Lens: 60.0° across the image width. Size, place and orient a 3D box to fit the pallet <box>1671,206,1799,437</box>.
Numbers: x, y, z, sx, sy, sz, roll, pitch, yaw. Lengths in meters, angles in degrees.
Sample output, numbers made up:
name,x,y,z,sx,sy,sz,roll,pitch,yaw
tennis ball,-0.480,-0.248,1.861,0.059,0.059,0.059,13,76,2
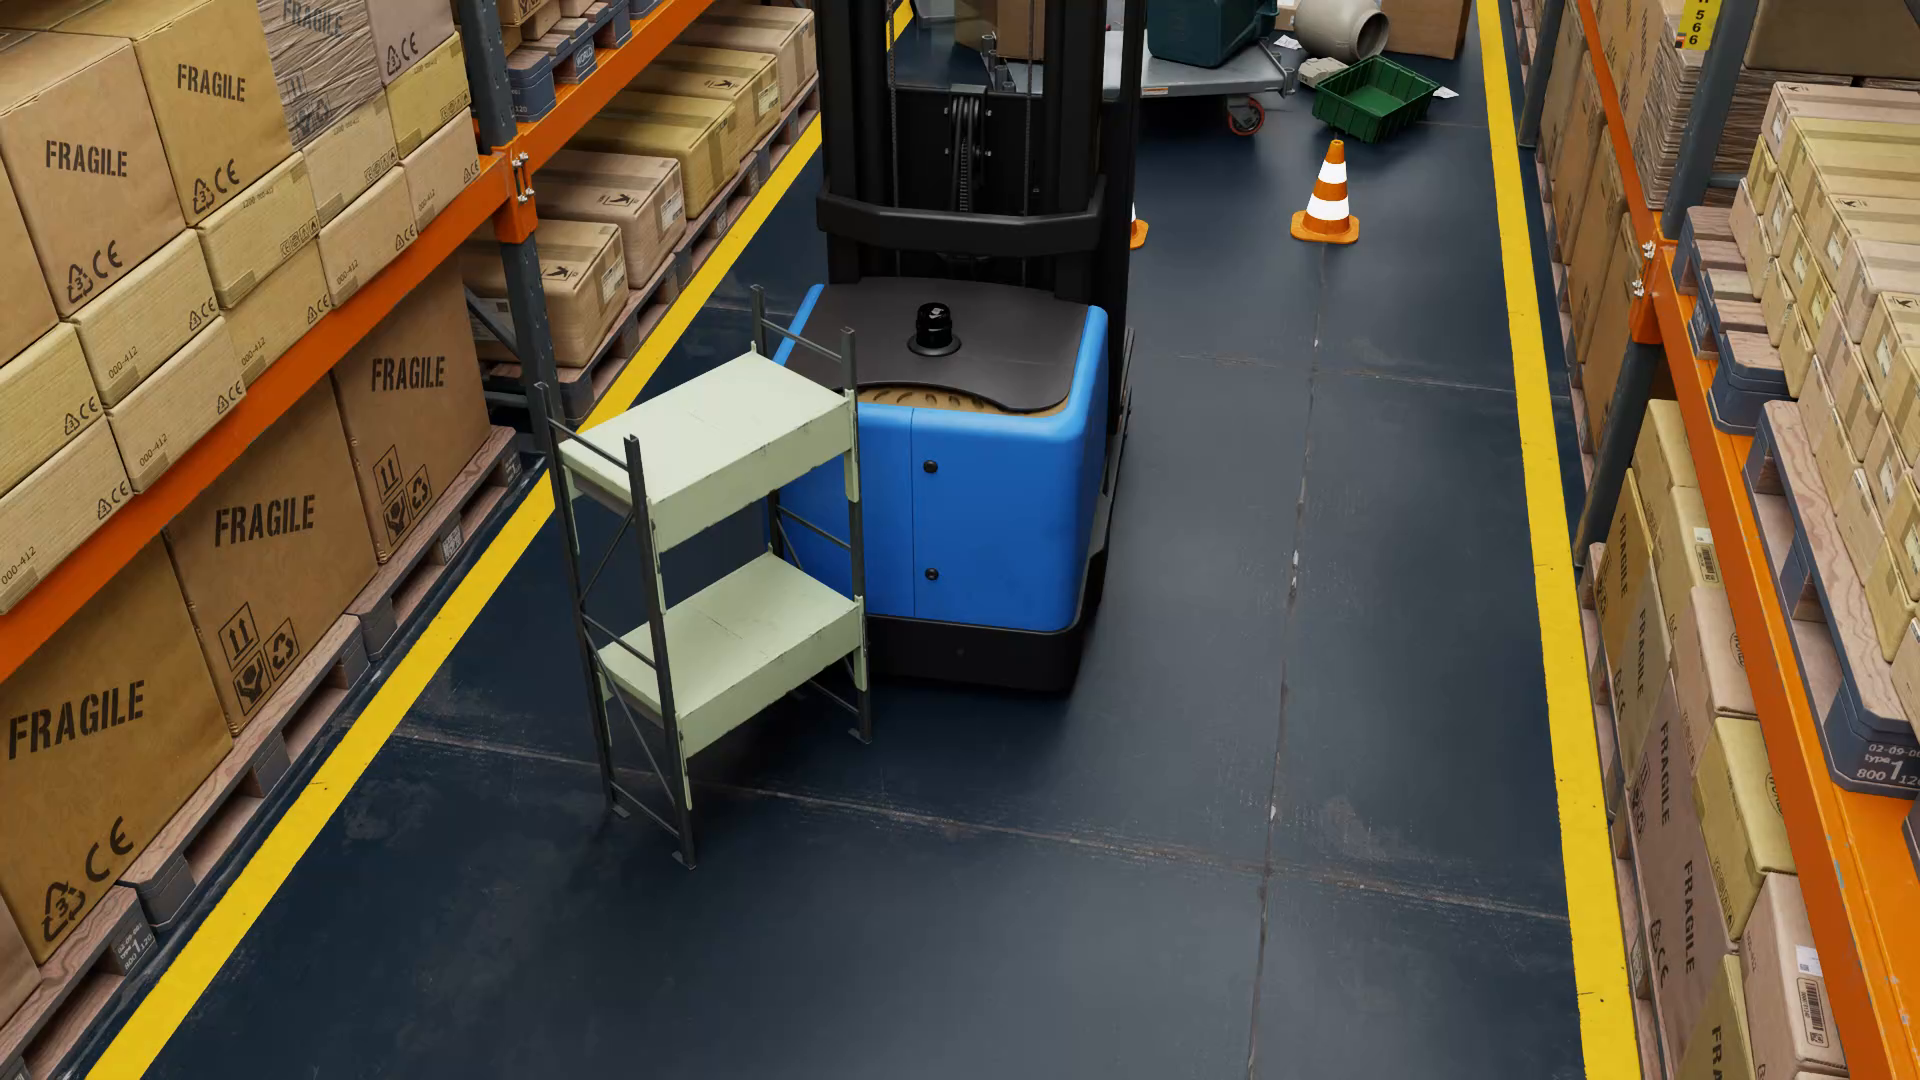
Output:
name,x,y,z,sx,sy,sz,roll,pitch,yaw
pallet,2.708,-0.581,4.659,1.213,0.211,1.003,7,37,10

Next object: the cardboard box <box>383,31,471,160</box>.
name,x,y,z,sx,sy,sz,roll,pitch,yaw
cardboard box,-1.956,-1.476,5.432,0.500,0.250,0.500,7,37,10

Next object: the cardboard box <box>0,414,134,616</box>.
name,x,y,z,sx,sy,sz,roll,pitch,yaw
cardboard box,-2.369,-0.097,3.956,0.500,0.250,0.500,7,37,10

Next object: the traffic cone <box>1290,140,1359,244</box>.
name,x,y,z,sx,sy,sz,roll,pitch,yaw
traffic cone,1.849,-1.767,8.294,0.336,0.463,0.334,7,37,10

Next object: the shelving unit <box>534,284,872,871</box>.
name,x,y,z,sx,sy,sz,roll,pitch,yaw
shelving unit,-0.685,0.128,4.796,0.431,1.500,0.755,28,45,33

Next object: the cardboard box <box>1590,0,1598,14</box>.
name,x,y,z,sx,sy,sz,roll,pitch,yaw
cardboard box,3.019,-2.571,7.156,0.500,0.500,0.500,7,37,10

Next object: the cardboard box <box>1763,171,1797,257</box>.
name,x,y,z,sx,sy,sz,roll,pitch,yaw
cardboard box,2.401,-0.862,4.486,0.380,0.149,0.250,9,37,12

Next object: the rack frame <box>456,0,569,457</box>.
name,x,y,z,sx,sy,sz,roll,pitch,yaw
rack frame,-2.101,-1.643,5.961,1.000,3.000,0.127,7,37,10

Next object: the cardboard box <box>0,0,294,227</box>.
name,x,y,z,sx,sy,sz,roll,pitch,yaw
cardboard box,-2.170,-1.180,4.385,0.500,0.500,0.500,7,37,10

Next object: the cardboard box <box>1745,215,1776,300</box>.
name,x,y,z,sx,sy,sz,roll,pitch,yaw
cardboard box,2.406,-0.764,4.605,0.380,0.149,0.250,9,37,12

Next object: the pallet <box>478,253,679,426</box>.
name,x,y,z,sx,sy,sz,roll,pitch,yaw
pallet,-1.933,-0.962,7.398,1.003,0.211,1.213,7,37,10

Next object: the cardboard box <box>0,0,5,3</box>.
name,x,y,z,sx,sy,sz,roll,pitch,yaw
cardboard box,-2.667,-1.256,4.490,0.500,0.500,0.500,8,37,11

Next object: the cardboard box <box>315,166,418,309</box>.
name,x,y,z,sx,sy,sz,roll,pitch,yaw
cardboard box,-2.049,-0.965,5.154,0.500,0.250,0.500,8,37,11

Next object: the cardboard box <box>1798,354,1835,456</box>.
name,x,y,z,sx,sy,sz,roll,pitch,yaw
cardboard box,2.238,-0.302,3.966,0.380,0.149,0.250,8,37,11

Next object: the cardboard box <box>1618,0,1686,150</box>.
name,x,y,z,sx,sy,sz,roll,pitch,yaw
cardboard box,2.698,-1.699,5.953,0.500,0.500,0.500,7,37,10

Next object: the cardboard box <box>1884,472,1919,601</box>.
name,x,y,z,sx,sy,sz,roll,pitch,yaw
cardboard box,2.072,0.014,3.277,0.380,0.149,0.250,7,37,10

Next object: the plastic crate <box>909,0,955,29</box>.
name,x,y,z,sx,sy,sz,roll,pitch,yaw
plastic crate,-0.110,-3.552,11.082,0.402,0.080,0.583,-5,36,-6

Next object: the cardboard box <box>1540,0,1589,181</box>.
name,x,y,z,sx,sy,sz,roll,pitch,yaw
cardboard box,3.566,-2.266,8.380,1.050,0.750,0.750,7,37,10

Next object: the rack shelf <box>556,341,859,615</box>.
name,x,y,z,sx,sy,sz,roll,pitch,yaw
rack shelf,-0.685,-0.188,4.567,0.431,0.370,0.720,28,45,33

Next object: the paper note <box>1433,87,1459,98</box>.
name,x,y,z,sx,sy,sz,roll,pitch,yaw
paper note,2.870,-2.671,9.909,0.147,0.020,0.142,-17,39,-22

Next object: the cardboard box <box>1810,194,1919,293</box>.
name,x,y,z,sx,sy,sz,roll,pitch,yaw
cardboard box,2.300,-0.703,4.013,0.380,0.149,0.250,6,36,8

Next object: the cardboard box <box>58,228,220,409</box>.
name,x,y,z,sx,sy,sz,roll,pitch,yaw
cardboard box,-2.262,-0.587,4.206,0.500,0.250,0.500,6,36,9

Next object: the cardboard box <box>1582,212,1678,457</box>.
name,x,y,z,sx,sy,sz,roll,pitch,yaw
cardboard box,2.974,-0.678,6.188,1.050,0.750,0.750,7,36,9

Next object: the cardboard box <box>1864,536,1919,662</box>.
name,x,y,z,sx,sy,sz,roll,pitch,yaw
cardboard box,2.069,0.144,3.351,0.380,0.149,0.250,9,37,12

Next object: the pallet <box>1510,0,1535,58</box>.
name,x,y,z,sx,sy,sz,roll,pitch,yaw
pallet,4.108,-3.373,10.724,1.003,0.211,1.213,7,37,10

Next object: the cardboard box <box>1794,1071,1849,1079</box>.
name,x,y,z,sx,sy,sz,roll,pitch,yaw
cardboard box,1.814,1.292,3.044,0.500,0.250,0.500,6,36,9

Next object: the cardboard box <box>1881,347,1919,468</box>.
name,x,y,z,sx,sy,sz,roll,pitch,yaw
cardboard box,2.132,-0.253,3.393,0.380,0.149,0.250,7,36,9

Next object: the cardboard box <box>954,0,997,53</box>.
name,x,y,z,sx,sy,sz,roll,pitch,yaw
cardboard box,0.312,-3.369,10.471,0.500,0.500,0.500,-24,42,-30

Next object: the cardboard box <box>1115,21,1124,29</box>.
name,x,y,z,sx,sy,sz,roll,pitch,yaw
cardboard box,1.024,-3.028,10.201,0.258,0.266,0.396,-17,39,-22

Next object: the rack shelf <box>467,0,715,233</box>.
name,x,y,z,sx,sy,sz,roll,pitch,yaw
rack shelf,-1.674,-2.499,7.755,1.077,0.370,4.000,7,37,10

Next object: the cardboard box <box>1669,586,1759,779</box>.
name,x,y,z,sx,sy,sz,roll,pitch,yaw
cardboard box,2.146,0.395,4.282,0.500,0.250,0.500,8,37,10

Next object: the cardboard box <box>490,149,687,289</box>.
name,x,y,z,sx,sy,sz,roll,pitch,yaw
cardboard box,-1.821,-1.496,7.640,0.950,0.372,0.625,7,36,9

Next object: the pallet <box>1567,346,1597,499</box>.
name,x,y,z,sx,sy,sz,roll,pitch,yaw
pallet,2.998,-0.394,6.614,1.003,0.211,1.213,7,37,10

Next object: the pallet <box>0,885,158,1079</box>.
name,x,y,z,sx,sy,sz,roll,pitch,yaw
pallet,-2.864,1.327,4.239,1.003,0.211,1.213,7,37,10

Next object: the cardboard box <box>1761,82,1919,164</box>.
name,x,y,z,sx,sy,sz,roll,pitch,yaw
cardboard box,2.468,-1.147,4.626,0.380,0.149,0.250,7,37,10

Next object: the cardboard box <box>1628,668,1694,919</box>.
name,x,y,z,sx,sy,sz,roll,pitch,yaw
cardboard box,2.147,0.718,4.475,0.500,0.500,0.500,6,36,9

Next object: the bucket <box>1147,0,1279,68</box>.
name,x,y,z,sx,sy,sz,roll,pitch,yaw
bucket,1.388,-3.031,9.370,0.726,0.611,0.620,20,51,26

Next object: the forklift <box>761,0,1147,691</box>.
name,x,y,z,sx,sy,sz,roll,pitch,yaw
forklift,0.105,-1.551,5.893,1.130,2.935,3.031,6,36,8

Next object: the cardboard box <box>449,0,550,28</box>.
name,x,y,z,sx,sy,sz,roll,pitch,yaw
cardboard box,-1.779,-2.203,6.037,0.500,0.500,0.500,6,36,9

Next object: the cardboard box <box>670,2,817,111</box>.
name,x,y,z,sx,sy,sz,roll,pitch,yaw
cardboard box,-1.356,-2.742,9.358,0.950,0.372,0.625,8,37,11

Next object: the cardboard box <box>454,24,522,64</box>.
name,x,y,z,sx,sy,sz,roll,pitch,yaw
cardboard box,-1.850,-1.875,6.137,0.380,0.149,0.250,5,36,7

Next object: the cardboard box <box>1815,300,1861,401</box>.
name,x,y,z,sx,sy,sz,roll,pitch,yaw
cardboard box,2.240,-0.421,3.878,0.380,0.149,0.250,7,37,10

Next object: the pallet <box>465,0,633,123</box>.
name,x,y,z,sx,sy,sz,roll,pitch,yaw
pallet,-2.053,-1.988,6.600,1.213,0.211,1.003,7,37,10

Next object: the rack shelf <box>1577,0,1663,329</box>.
name,x,y,z,sx,sy,sz,roll,pitch,yaw
rack shelf,3.184,-1.936,6.978,1.077,0.370,4.000,7,37,10

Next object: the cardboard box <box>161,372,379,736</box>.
name,x,y,z,sx,sy,sz,roll,pitch,yaw
cardboard box,-2.524,-0.057,5.225,0.875,0.875,0.875,8,37,11
